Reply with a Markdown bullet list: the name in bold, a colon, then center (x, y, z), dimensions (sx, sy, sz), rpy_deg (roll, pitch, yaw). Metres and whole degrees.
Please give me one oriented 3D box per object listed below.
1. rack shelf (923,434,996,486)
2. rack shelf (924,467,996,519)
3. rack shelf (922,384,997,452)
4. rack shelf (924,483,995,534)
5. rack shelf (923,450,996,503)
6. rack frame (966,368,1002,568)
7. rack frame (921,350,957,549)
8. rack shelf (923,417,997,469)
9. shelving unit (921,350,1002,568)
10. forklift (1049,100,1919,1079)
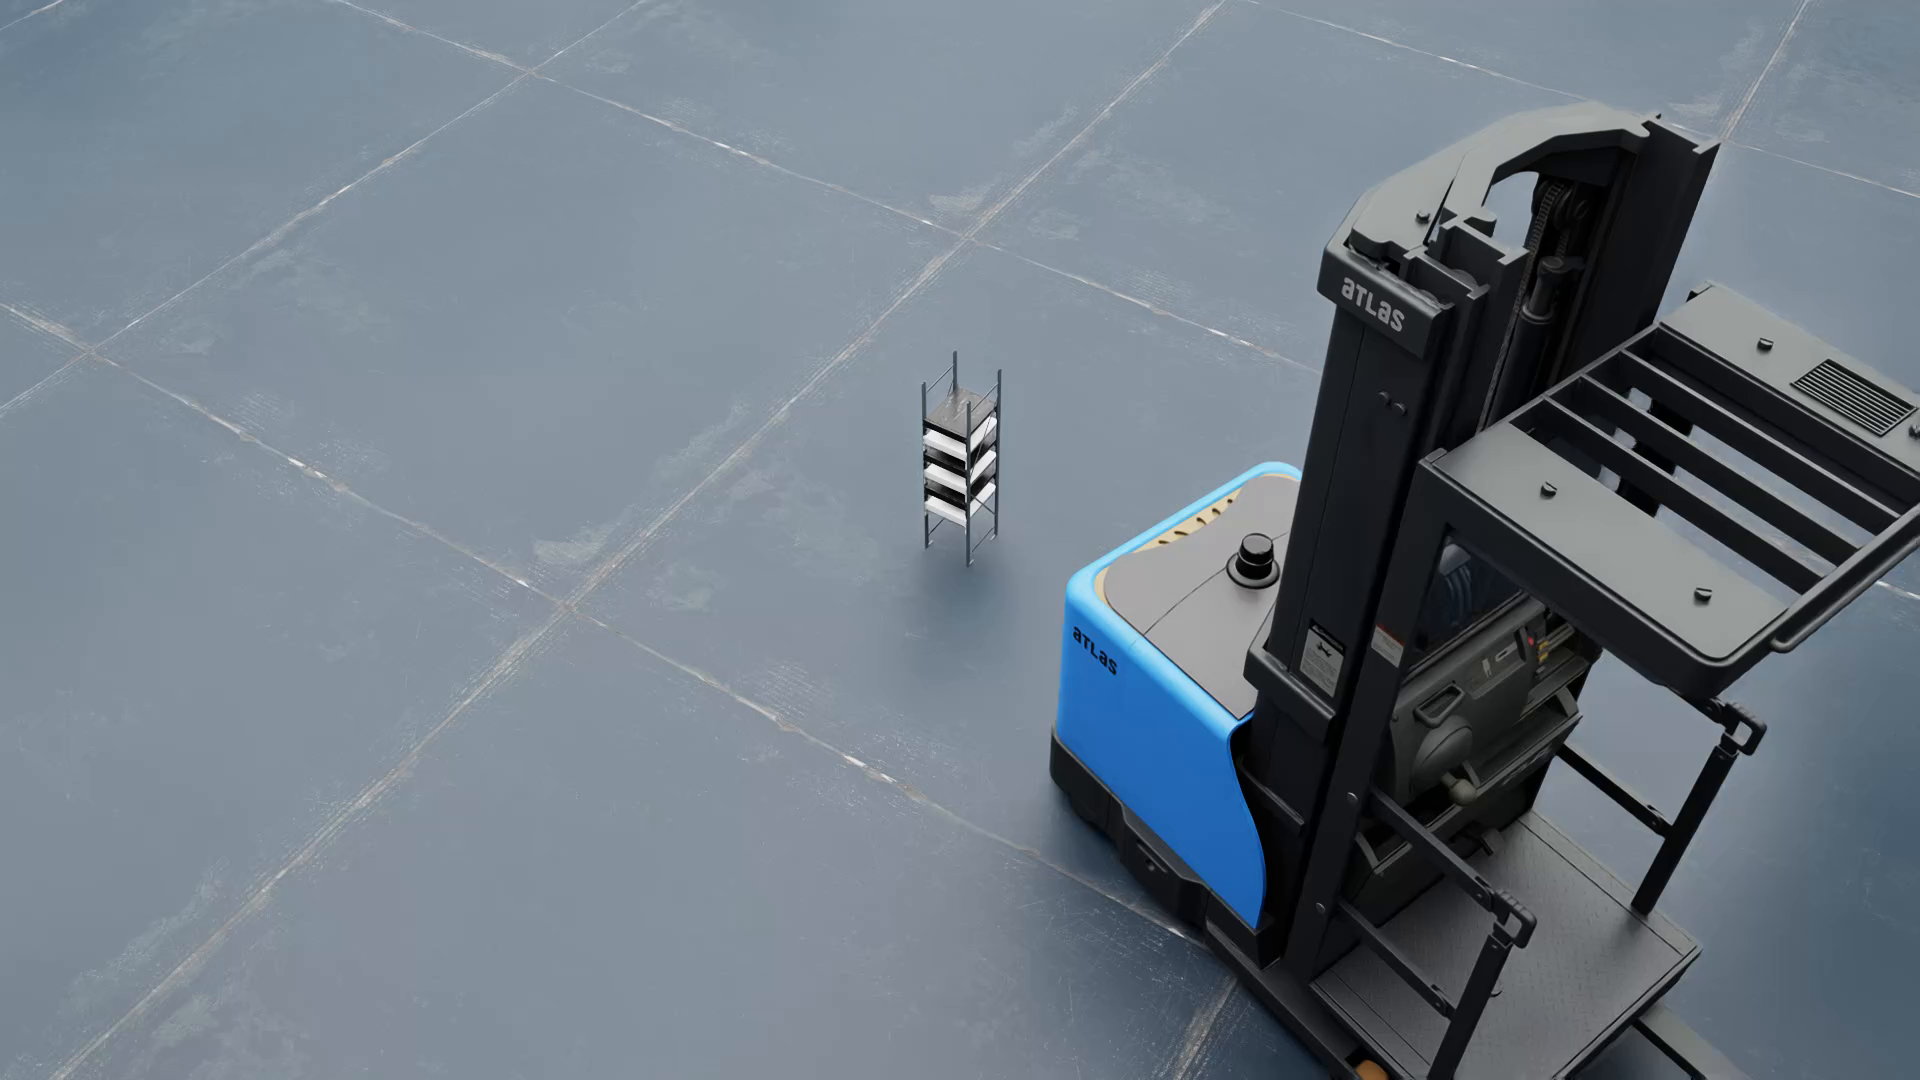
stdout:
- **rack shelf**: center (0.007, -0.350, 6.605), dimensions (0.200, 0.077, 0.258), rpy_deg (25, 51, 22)
- **rack shelf**: center (0.007, -0.225, 6.734), dimensions (0.200, 0.077, 0.258), rpy_deg (25, 51, 22)
- **rack shelf**: center (0.007, -0.475, 6.476), dimensions (0.200, 0.077, 0.258), rpy_deg (25, 51, 22)
- **rack shelf**: center (0.007, -0.162, 6.799), dimensions (0.200, 0.077, 0.258), rpy_deg (25, 51, 22)
- **rack shelf**: center (0.007, -0.287, 6.670), dimensions (0.200, 0.077, 0.258), rpy_deg (25, 51, 22)
- **rack frame**: center (0.092, -0.271, 6.608), dimensions (0.006, 0.900, 0.240), rpy_deg (25, 51, 22)
- **rack frame**: center (-0.079, -0.350, 6.684), dimensions (0.006, 0.900, 0.240), rpy_deg (25, 51, 22)
- **rack shelf**: center (0.007, -0.413, 6.541), dimensions (0.200, 0.077, 0.258), rpy_deg (25, 51, 22)
- **shelving unit**: center (0.007, -0.310, 6.646), dimensions (0.210, 0.900, 0.258), rpy_deg (25, 51, 22)
- **forklift**: center (1.627, 0.476, 4.465), dimensions (1.130, 2.935, 3.031), rpy_deg (-29, 53, -25)
